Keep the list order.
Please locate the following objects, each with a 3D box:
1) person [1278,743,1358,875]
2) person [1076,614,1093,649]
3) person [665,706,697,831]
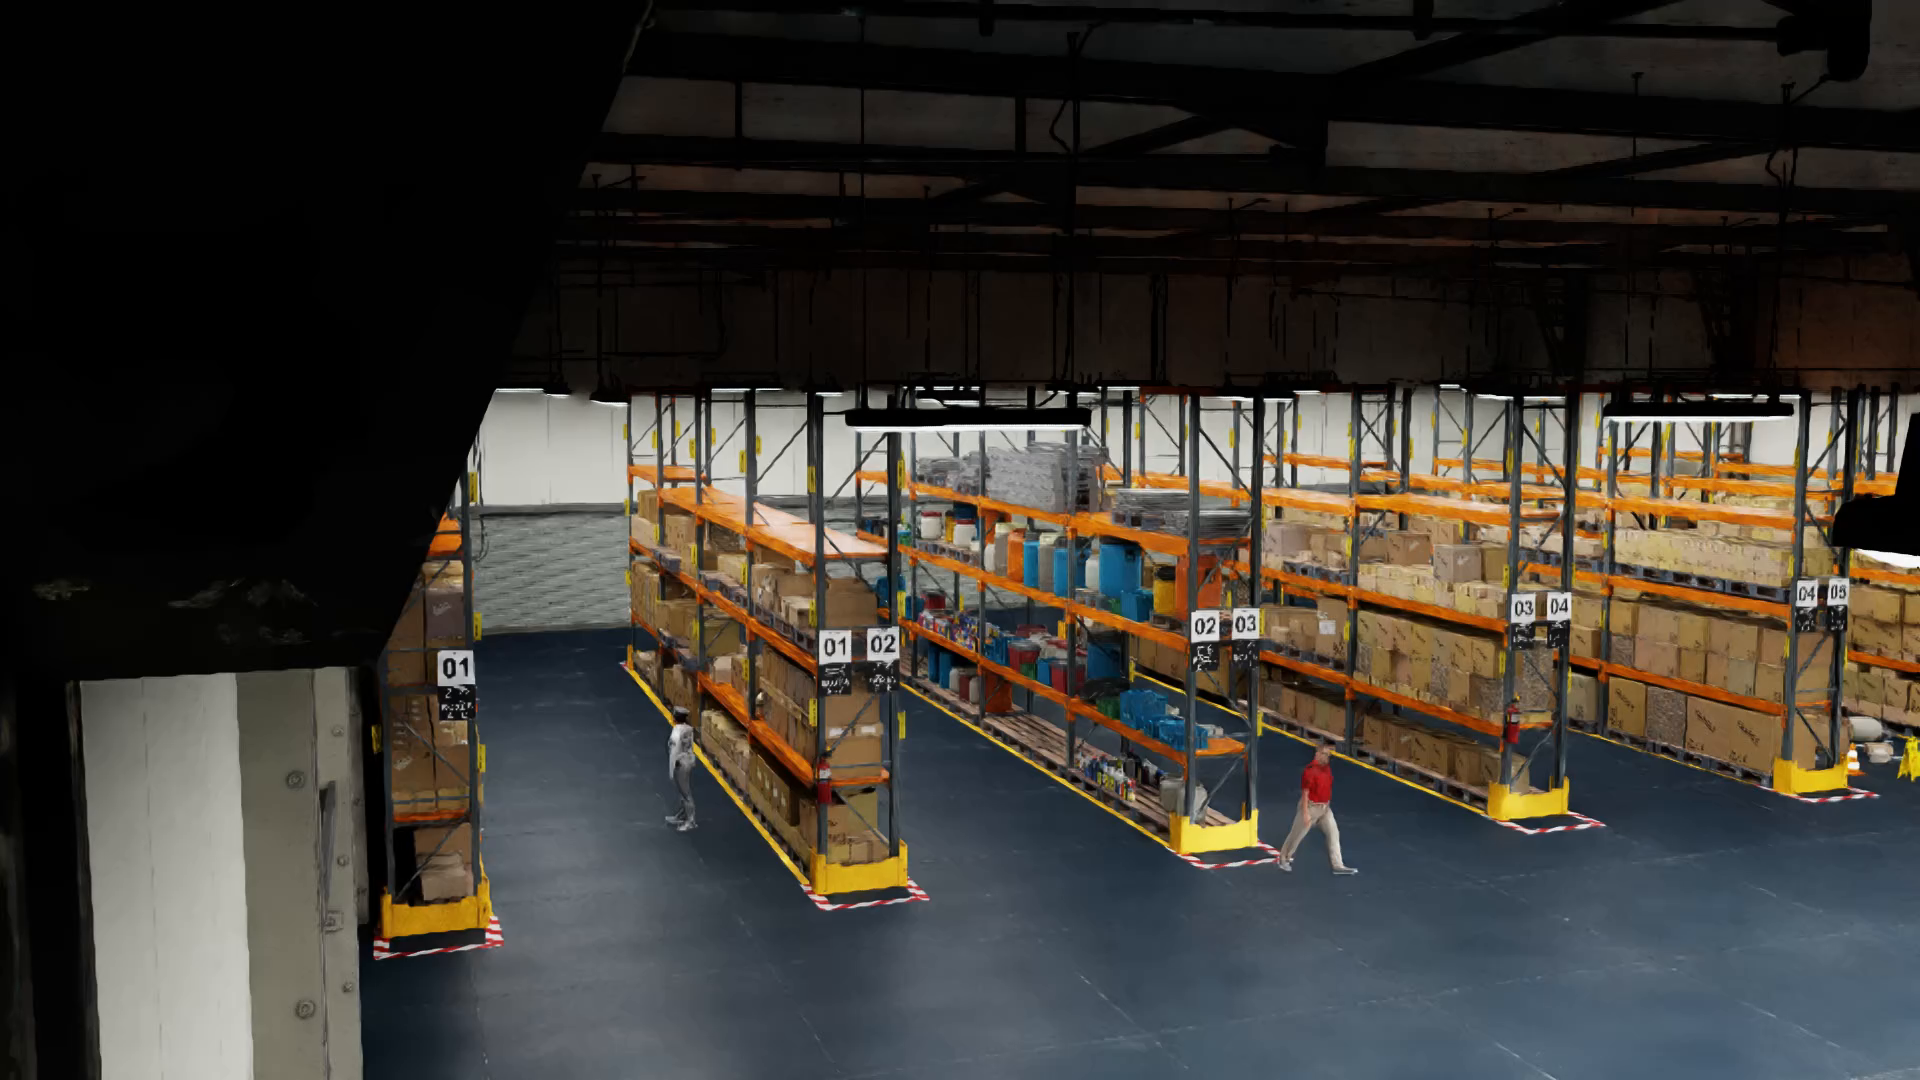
[{"bbox_3d":[4.456,3.355,20.804,0.586,1.679,0.974,-5,8,-42],"label":"person"},{"bbox_3d":[2.577,1.811,35.145,0.580,1.763,0.673,1,6,11],"label":"person"},{"bbox_3d":[-3.867,3.121,22.945,0.532,1.667,0.573,1,6,13],"label":"person"}]
